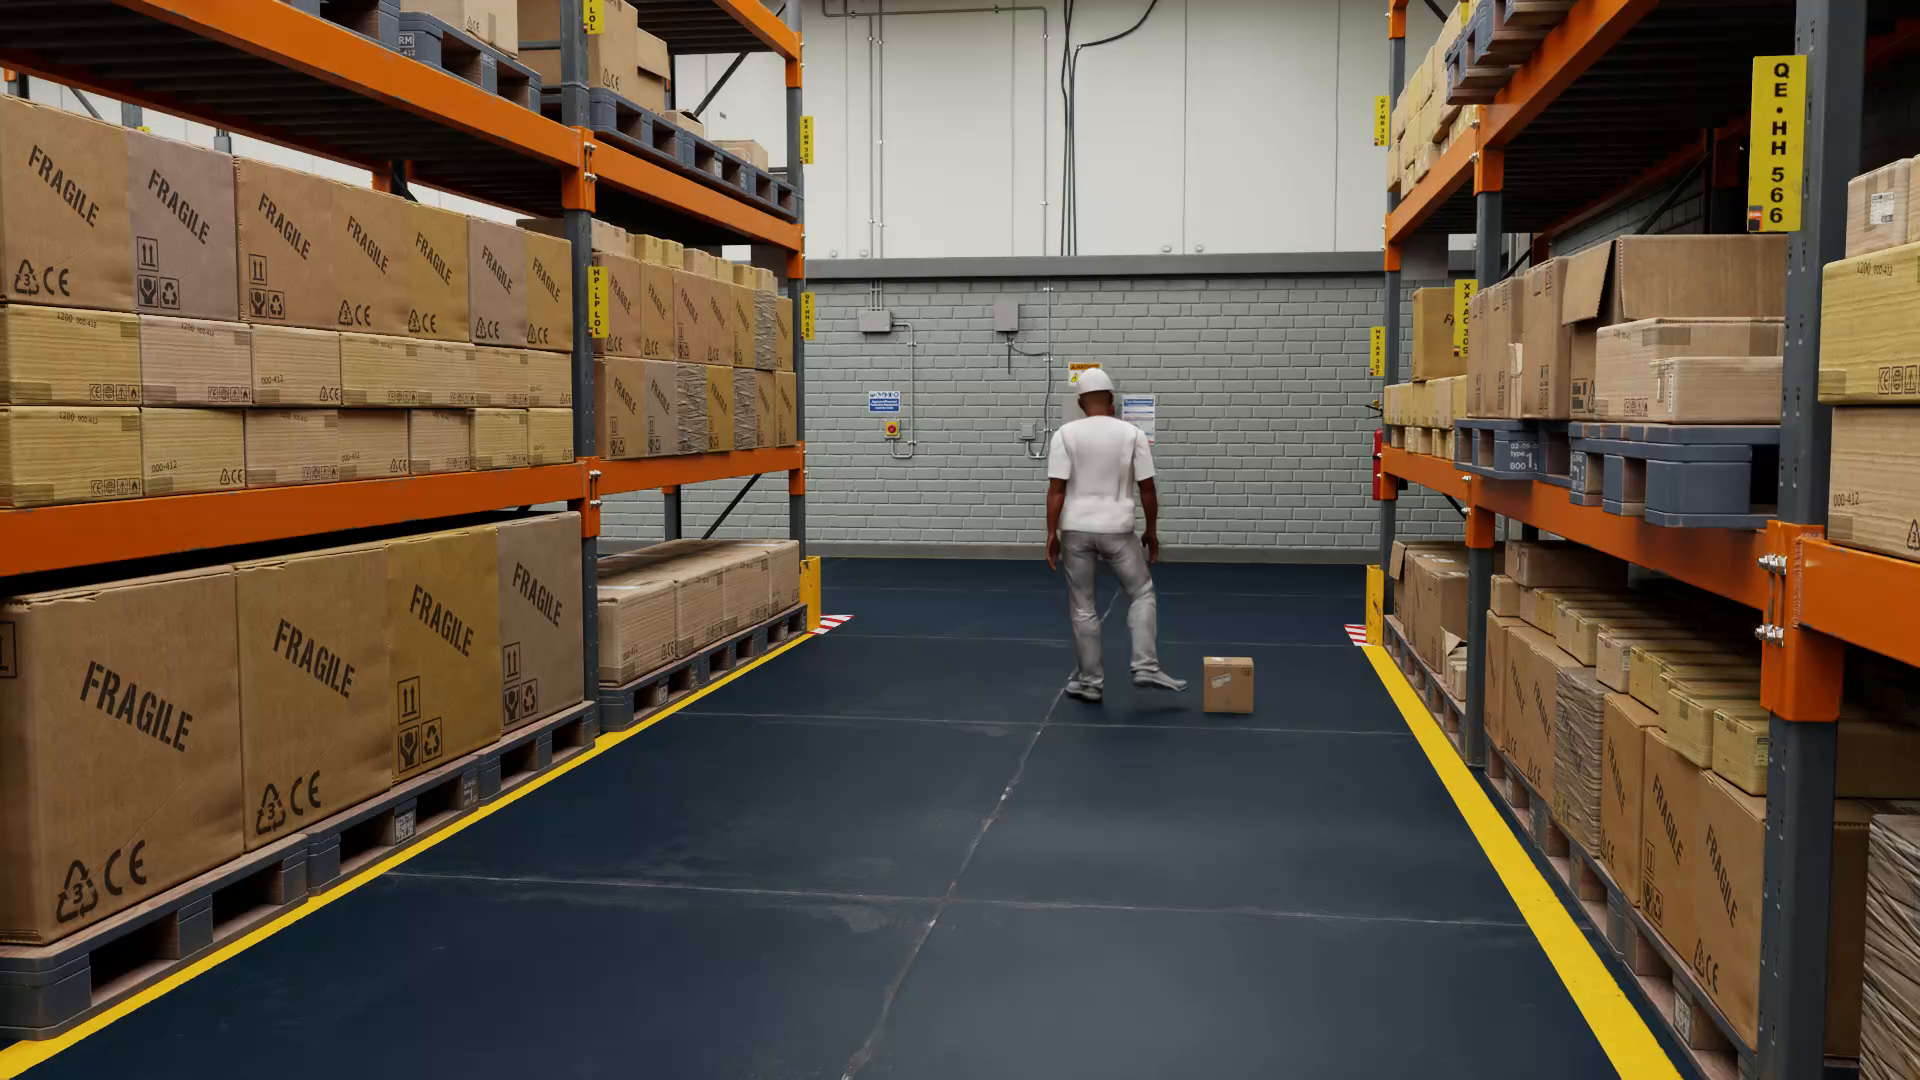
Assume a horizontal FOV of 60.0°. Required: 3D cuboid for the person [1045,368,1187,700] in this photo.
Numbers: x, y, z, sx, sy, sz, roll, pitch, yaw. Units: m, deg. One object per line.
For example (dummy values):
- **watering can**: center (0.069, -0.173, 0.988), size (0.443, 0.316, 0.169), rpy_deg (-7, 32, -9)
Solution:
- **person**: center (0.826, -0.031, 8.802), size (0.746, 1.759, 0.528), rpy_deg (0, 4, 3)
